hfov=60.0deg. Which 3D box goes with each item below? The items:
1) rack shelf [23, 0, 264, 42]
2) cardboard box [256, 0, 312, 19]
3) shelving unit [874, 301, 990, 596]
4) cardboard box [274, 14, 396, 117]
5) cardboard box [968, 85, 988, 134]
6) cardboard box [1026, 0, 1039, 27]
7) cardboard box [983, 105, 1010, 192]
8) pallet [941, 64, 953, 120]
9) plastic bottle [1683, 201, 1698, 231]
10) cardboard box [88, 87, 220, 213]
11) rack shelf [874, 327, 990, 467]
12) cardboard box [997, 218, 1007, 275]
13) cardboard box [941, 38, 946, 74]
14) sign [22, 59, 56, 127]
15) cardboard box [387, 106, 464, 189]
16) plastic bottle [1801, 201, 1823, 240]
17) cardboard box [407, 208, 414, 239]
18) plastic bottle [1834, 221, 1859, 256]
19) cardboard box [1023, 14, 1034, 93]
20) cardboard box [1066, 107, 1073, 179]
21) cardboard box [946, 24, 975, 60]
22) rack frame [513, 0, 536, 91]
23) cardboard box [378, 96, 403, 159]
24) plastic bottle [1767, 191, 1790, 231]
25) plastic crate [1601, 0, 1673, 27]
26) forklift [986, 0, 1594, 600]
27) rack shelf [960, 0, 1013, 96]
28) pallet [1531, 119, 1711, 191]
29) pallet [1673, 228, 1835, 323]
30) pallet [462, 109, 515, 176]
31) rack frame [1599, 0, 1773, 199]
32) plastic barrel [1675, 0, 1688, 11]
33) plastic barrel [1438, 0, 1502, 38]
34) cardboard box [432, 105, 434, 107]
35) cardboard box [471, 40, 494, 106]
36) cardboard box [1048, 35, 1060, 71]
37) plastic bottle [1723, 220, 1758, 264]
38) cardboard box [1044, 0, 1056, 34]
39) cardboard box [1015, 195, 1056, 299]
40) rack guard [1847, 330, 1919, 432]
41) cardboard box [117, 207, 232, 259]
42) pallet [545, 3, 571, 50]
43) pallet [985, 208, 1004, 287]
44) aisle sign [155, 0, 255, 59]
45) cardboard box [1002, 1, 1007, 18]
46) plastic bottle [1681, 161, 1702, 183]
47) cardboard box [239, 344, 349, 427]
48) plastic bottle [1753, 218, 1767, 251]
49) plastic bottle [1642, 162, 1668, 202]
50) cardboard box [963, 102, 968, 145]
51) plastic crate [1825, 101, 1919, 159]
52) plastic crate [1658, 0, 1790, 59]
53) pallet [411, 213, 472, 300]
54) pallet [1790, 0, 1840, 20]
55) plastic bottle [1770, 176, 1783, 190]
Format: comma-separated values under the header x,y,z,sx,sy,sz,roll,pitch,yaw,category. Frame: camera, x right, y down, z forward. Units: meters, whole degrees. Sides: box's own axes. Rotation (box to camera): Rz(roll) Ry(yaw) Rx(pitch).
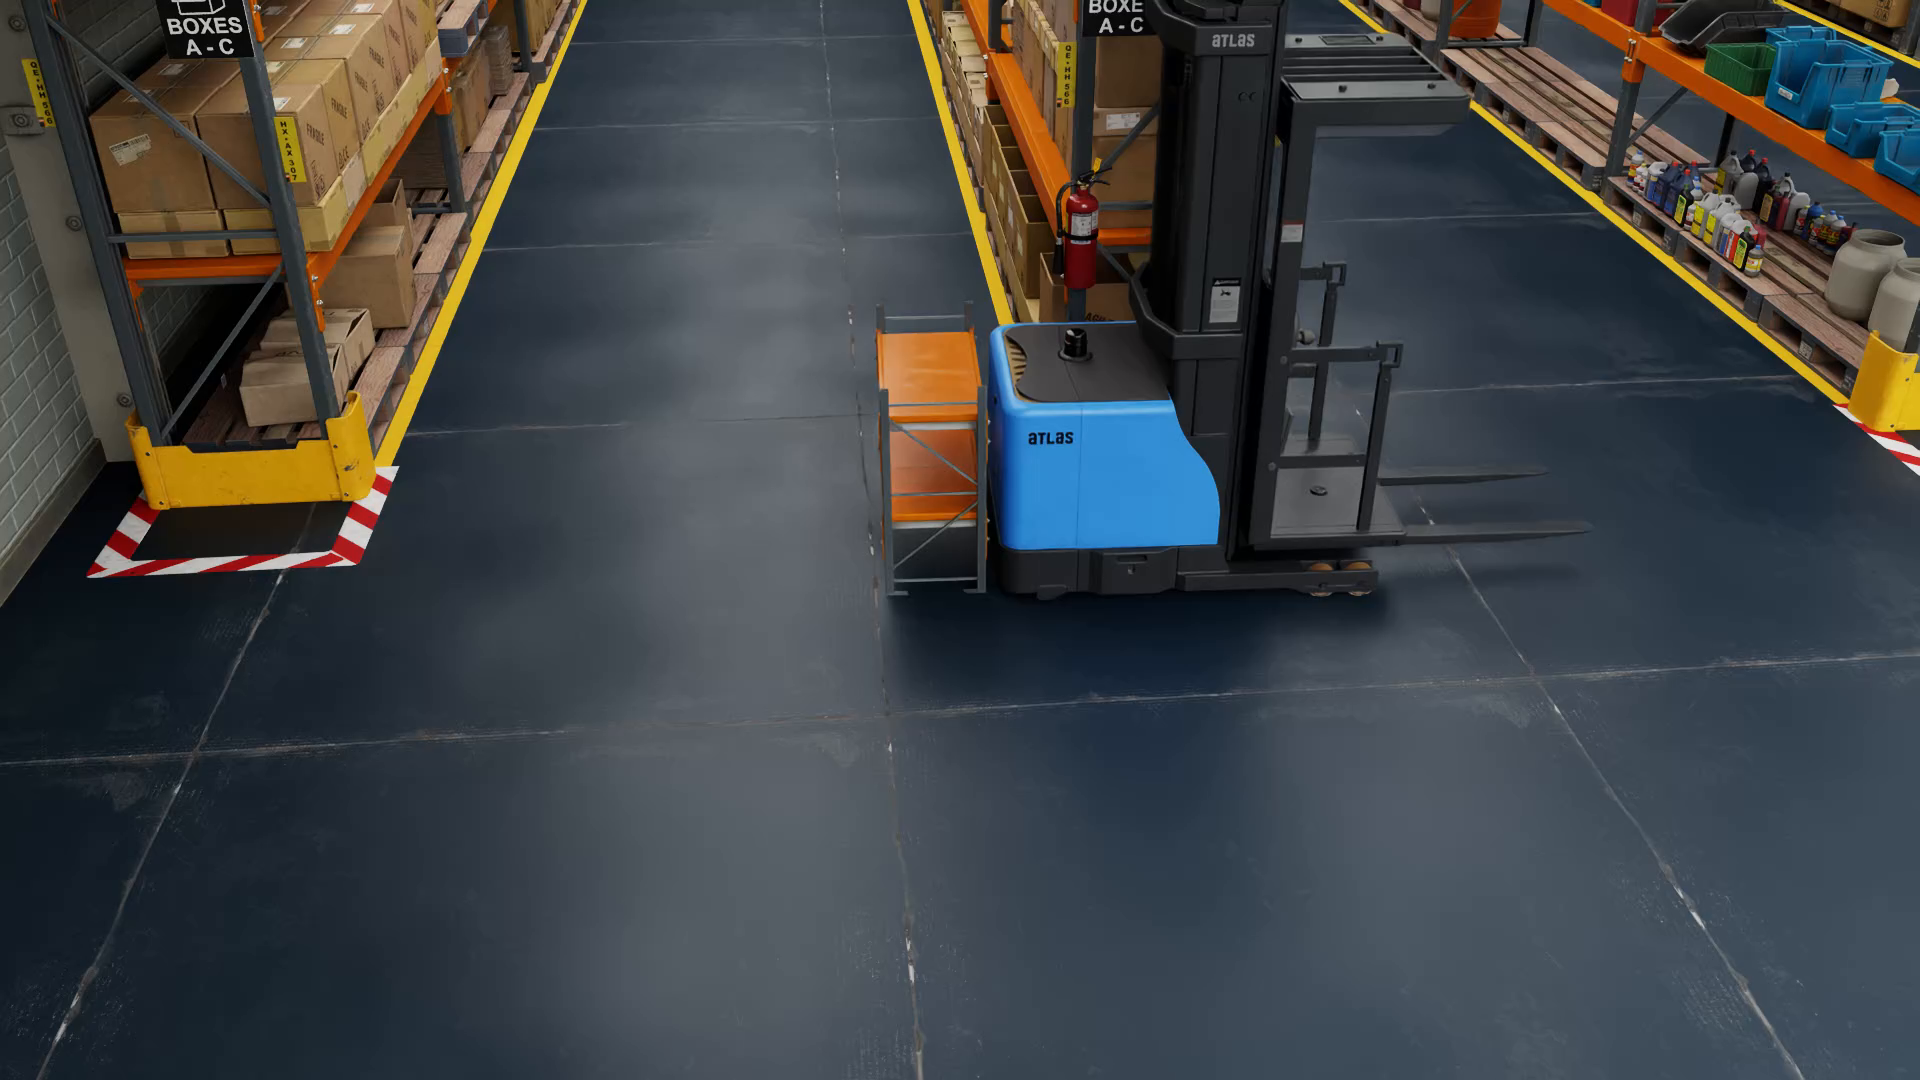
x,y,z,sx,sy,sz,roll,pitch,yaw,category
-4.035,-3.526,9.505,1.077,0.370,4.000,-3,31,-5,rack shelf
-4.300,-3.066,10.353,0.500,0.500,0.500,-2,31,-3,cardboard box
-0.152,-0.480,8.455,0.538,1.125,1.048,-2,31,-3,shelving unit
-3.731,-2.830,9.959,0.500,0.500,0.500,-2,31,-3,cardboard box
0.332,-3.507,13.421,0.500,0.311,0.500,-2,31,-3,cardboard box
0.639,-3.461,10.889,0.380,0.149,0.250,-4,31,-6,cardboard box
0.442,-2.878,12.183,0.500,0.500,0.500,-3,31,-5,cardboard box
0.375,-4.231,15.627,1.003,0.211,1.213,-3,31,-5,pallet
5.325,-2.357,12.070,0.097,0.201,0.097,0,31,0,plastic bottle
-4.103,-2.023,8.607,0.500,0.500,0.500,-3,31,-5,cardboard box
-0.153,-0.731,8.305,0.538,0.278,1.000,-2,31,-3,rack shelf
0.535,-2.045,11.521,0.500,0.250,0.500,-3,31,-5,cardboard box
0.093,-4.568,15.745,0.500,0.250,0.500,-3,31,-5,cardboard box
-4.402,-2.143,7.975,0.100,0.325,0.005,-3,31,-5,sign
-4.307,-3.059,12.955,0.700,0.500,0.500,-2,31,-3,cardboard box
6.097,-2.289,11.888,0.097,0.271,0.097,0,31,0,plastic bottle
-4.142,-2.269,11.958,0.380,0.166,0.250,-7,32,-11,cardboard box
6.154,-2.081,11.528,0.061,0.283,0.133,-2,31,-4,plastic bottle
0.814,-3.355,11.345,0.700,0.500,0.500,-3,31,-5,cardboard box
0.999,-2.315,9.604,0.700,0.500,0.500,-2,31,-3,cardboard box
0.151,-4.541,15.153,0.500,0.311,0.500,-3,31,-6,cardboard box
-4.595,-5.611,15.218,1.000,3.000,0.127,-3,31,-5,rack frame
-3.727,-2.518,10.167,0.500,0.250,0.500,-2,31,-4,cardboard box
5.943,-2.399,12.062,0.061,0.283,0.133,-3,31,-5,plastic bottle
5.292,-4.303,12.967,0.402,0.464,0.583,-3,31,-5,plastic crate
1.676,-1.245,7.976,3.031,2.935,1.130,-2,31,-3,forklift
0.523,-4.520,14.094,1.077,0.370,4.000,-3,31,-5,rack shelf
5.530,-3.245,13.977,1.003,0.211,1.213,-3,31,-5,pallet
5.781,-1.877,11.686,1.003,0.211,1.213,-3,31,-5,pallet
-4.413,-3.393,14.225,1.003,0.211,1.213,-3,31,-5,pallet
5.642,-4.043,12.594,1.000,3.000,0.127,-3,31,-5,rack frame
5.908,-4.470,12.820,0.600,0.901,0.708,-3,31,-5,plastic barrel
5.206,-5.583,16.878,0.600,0.830,0.708,-3,31,-5,plastic barrel
-4.351,-3.606,13.139,0.500,0.250,0.500,-3,31,-6,cardboard box
-4.544,-4.093,14.685,0.700,0.500,0.500,-3,31,-5,cardboard box
0.736,-2.934,10.007,0.380,0.149,0.250,-2,31,-3,cardboard box
5.412,-2.067,11.513,0.152,0.276,0.135,-3,31,-4,plastic bottle
0.899,-3.413,10.176,0.700,0.500,0.500,-3,31,-5,cardboard box
0.630,-1.857,10.474,0.500,0.500,0.500,-3,31,-5,cardboard box
5.962,-0.964,9.877,1.175,0.500,0.348,-3,31,-5,rack guard
-4.084,-1.700,8.797,0.500,0.250,0.500,-2,31,-4,cardboard box
-4.705,-5.441,17.654,1.003,0.211,1.213,-3,31,-5,pallet
0.743,-2.203,12.232,1.003,0.211,1.213,-3,31,-5,pallet
-3.542,-2.620,7.676,0.394,0.787,0.004,-3,31,-5,aisle sign
0.445,-4.190,12.971,0.396,0.266,0.258,-3,31,-6,cardboard box
5.448,-2.670,12.449,0.144,0.351,0.185,-3,31,-5,plastic bottle
-3.823,-0.918,9.555,0.500,0.311,0.500,-6,31,-10,cardboard box
5.518,-2.076,11.520,0.061,0.283,0.133,-3,31,-5,plastic bottle
5.293,-2.715,12.598,0.152,0.276,0.135,-2,31,-3,plastic bottle
0.289,-3.525,13.998,0.500,0.250,0.500,-2,31,-3,cardboard box
5.616,-2.510,10.172,0.499,0.251,0.408,-3,31,-5,plastic crate
5.565,-3.743,12.152,0.767,0.338,0.504,-3,31,-5,plastic crate
-4.123,-2.030,11.943,1.003,0.211,1.213,-3,31,-5,pallet
10.090,-6.153,18.845,1.003,0.211,1.213,-3,31,-5,pallet
6.064,-2.572,12.350,0.061,0.283,0.133,-1,31,-1,plastic bottle
